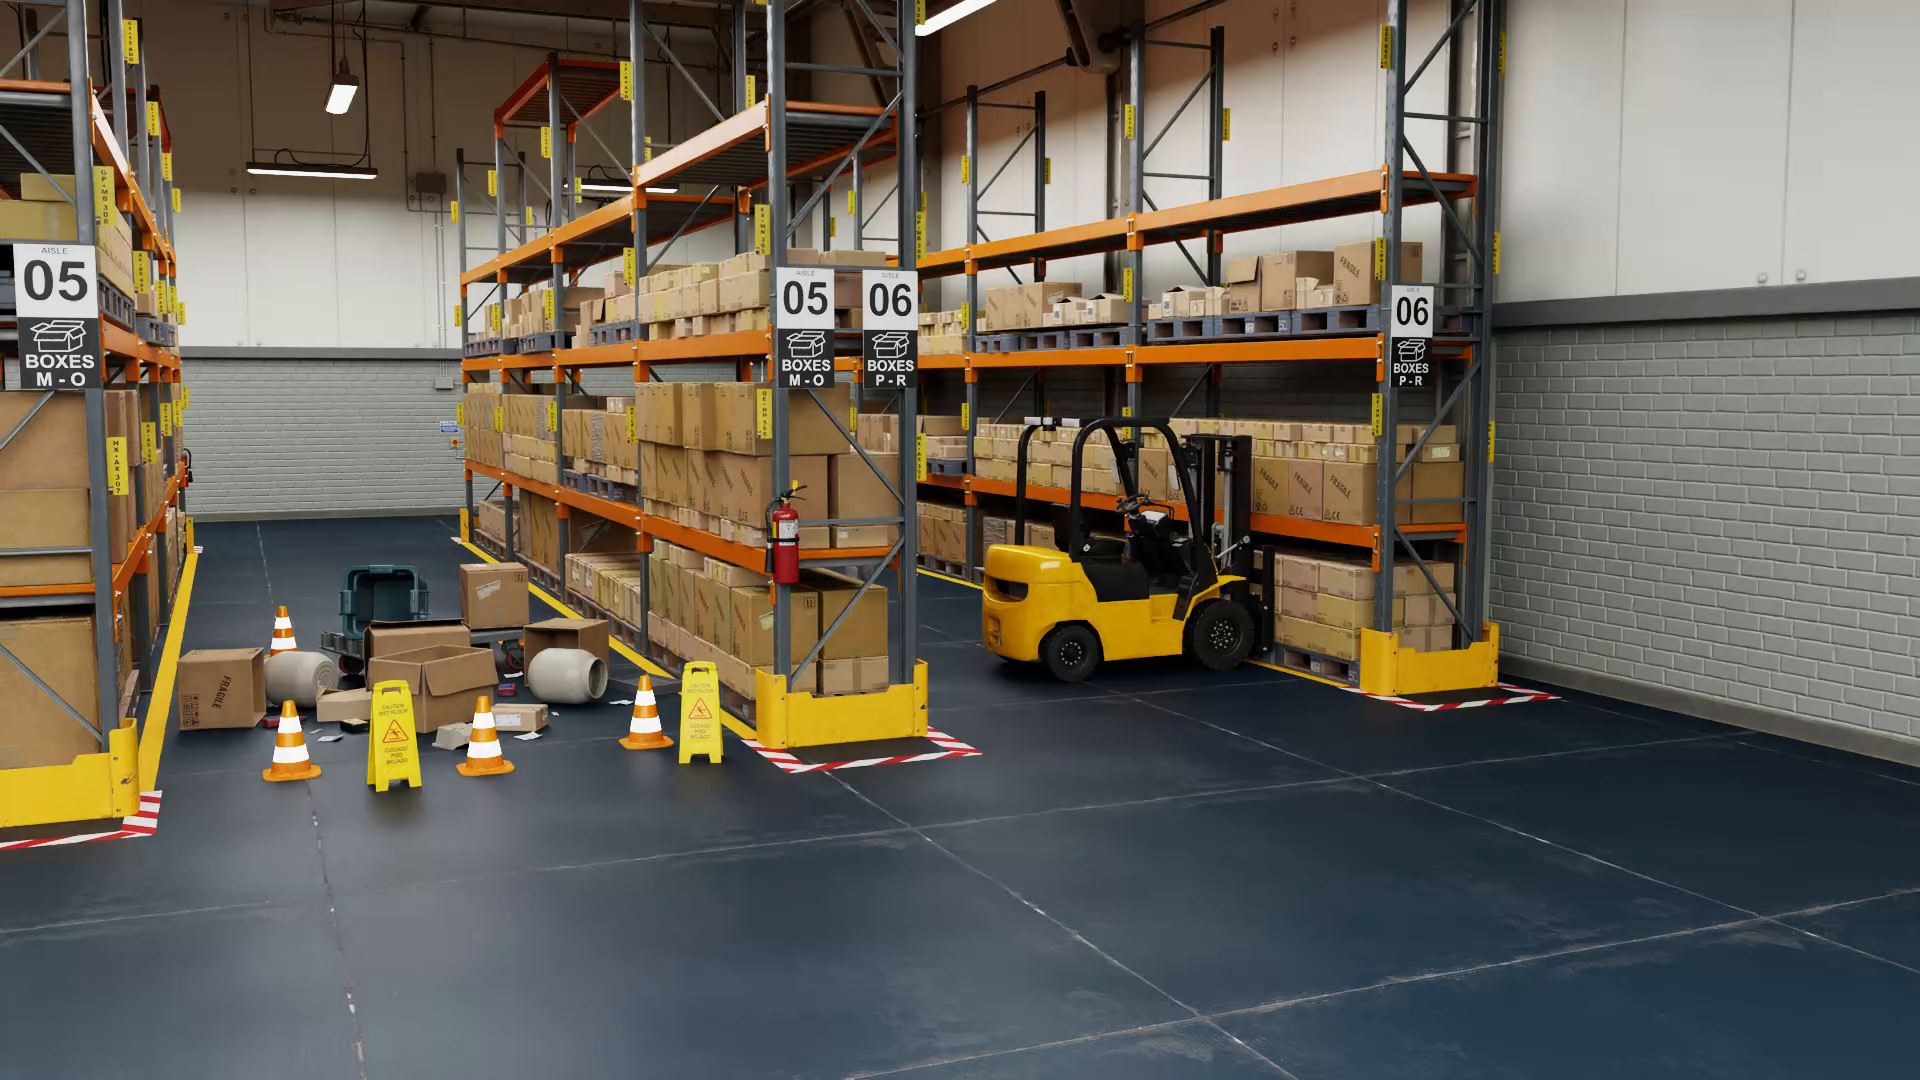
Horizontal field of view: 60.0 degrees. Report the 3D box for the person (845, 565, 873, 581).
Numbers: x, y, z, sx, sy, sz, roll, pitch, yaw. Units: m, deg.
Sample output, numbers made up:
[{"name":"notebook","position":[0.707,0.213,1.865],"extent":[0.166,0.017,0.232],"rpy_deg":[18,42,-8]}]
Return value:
[{"name":"person","position":[-1.144,-0.186,18.448],"extent":[0.580,1.703,1.053],"rpy_deg":[0,5,-3]}]
